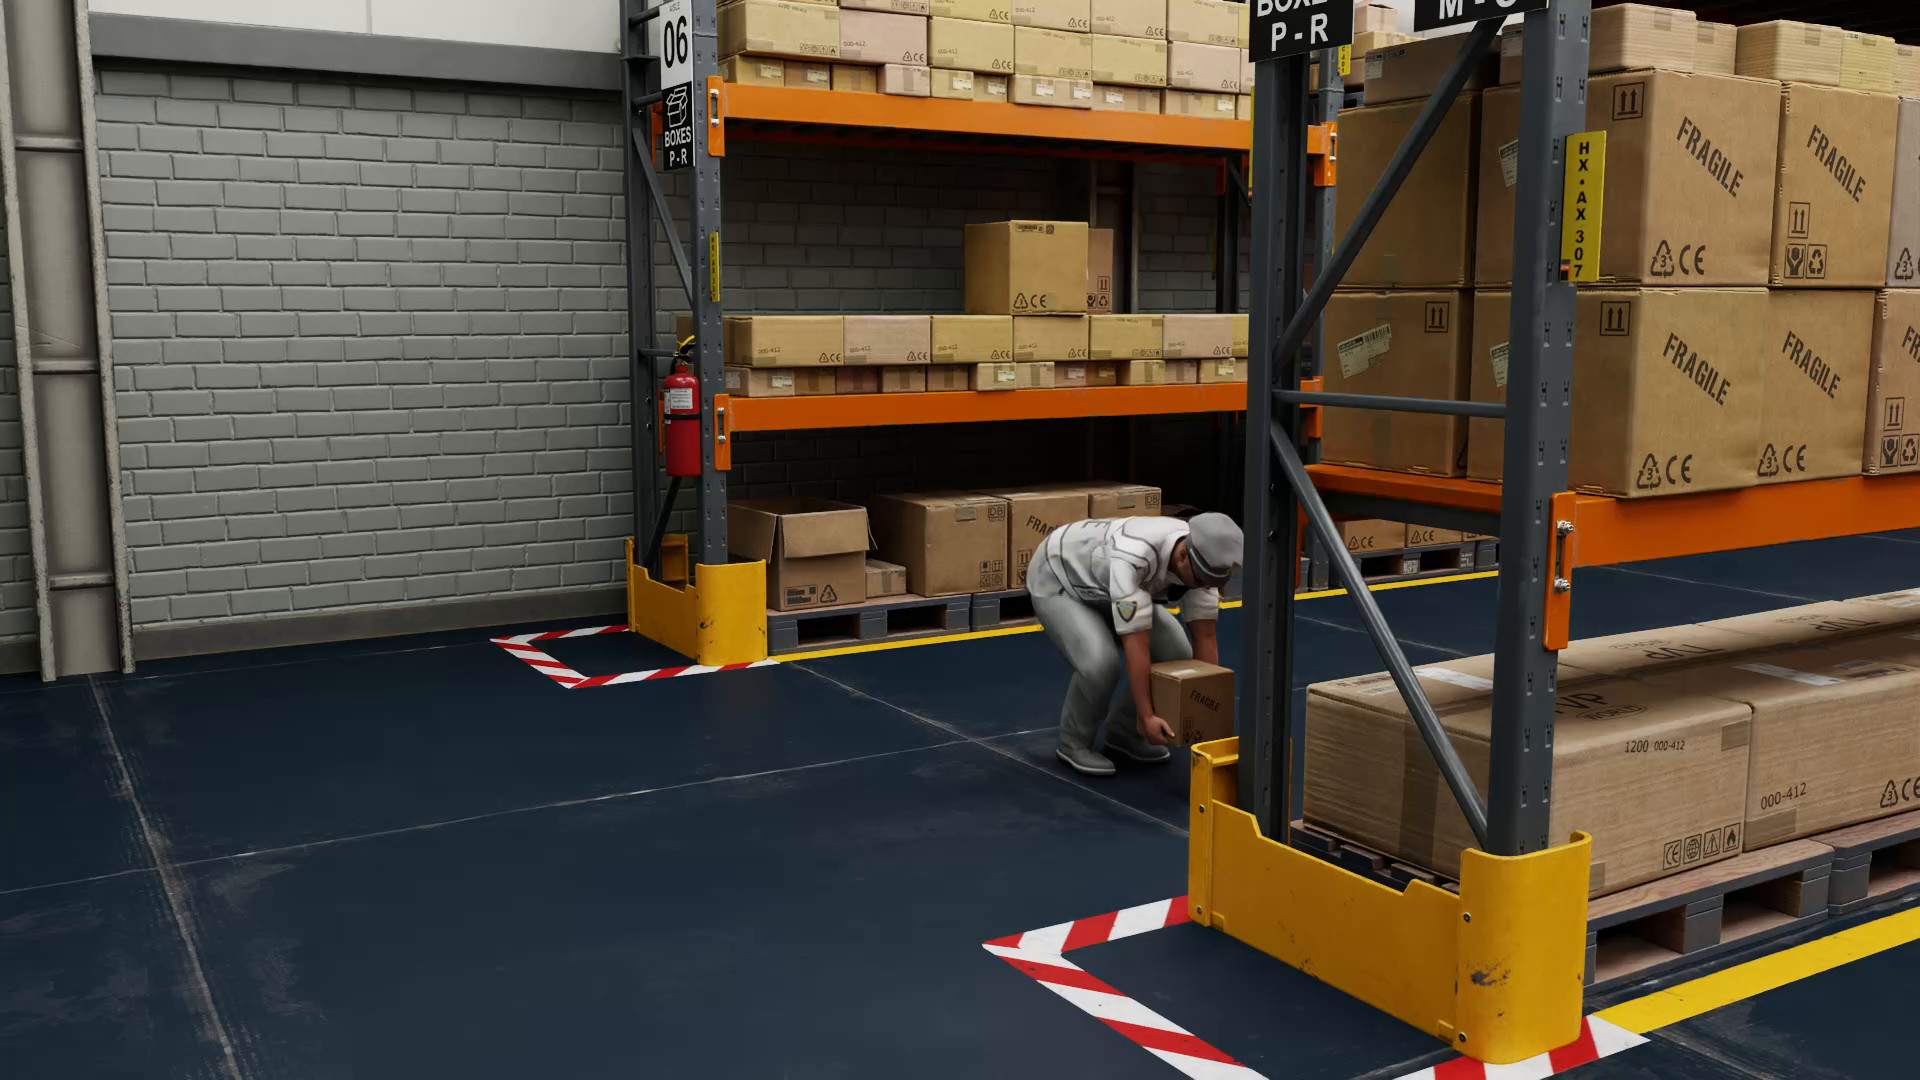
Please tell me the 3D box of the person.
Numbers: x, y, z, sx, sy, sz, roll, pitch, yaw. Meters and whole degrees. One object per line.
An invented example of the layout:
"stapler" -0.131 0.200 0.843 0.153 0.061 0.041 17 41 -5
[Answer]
"person" 0.672 0.373 6.255 0.536 1.030 1.023 -5 10 -33
